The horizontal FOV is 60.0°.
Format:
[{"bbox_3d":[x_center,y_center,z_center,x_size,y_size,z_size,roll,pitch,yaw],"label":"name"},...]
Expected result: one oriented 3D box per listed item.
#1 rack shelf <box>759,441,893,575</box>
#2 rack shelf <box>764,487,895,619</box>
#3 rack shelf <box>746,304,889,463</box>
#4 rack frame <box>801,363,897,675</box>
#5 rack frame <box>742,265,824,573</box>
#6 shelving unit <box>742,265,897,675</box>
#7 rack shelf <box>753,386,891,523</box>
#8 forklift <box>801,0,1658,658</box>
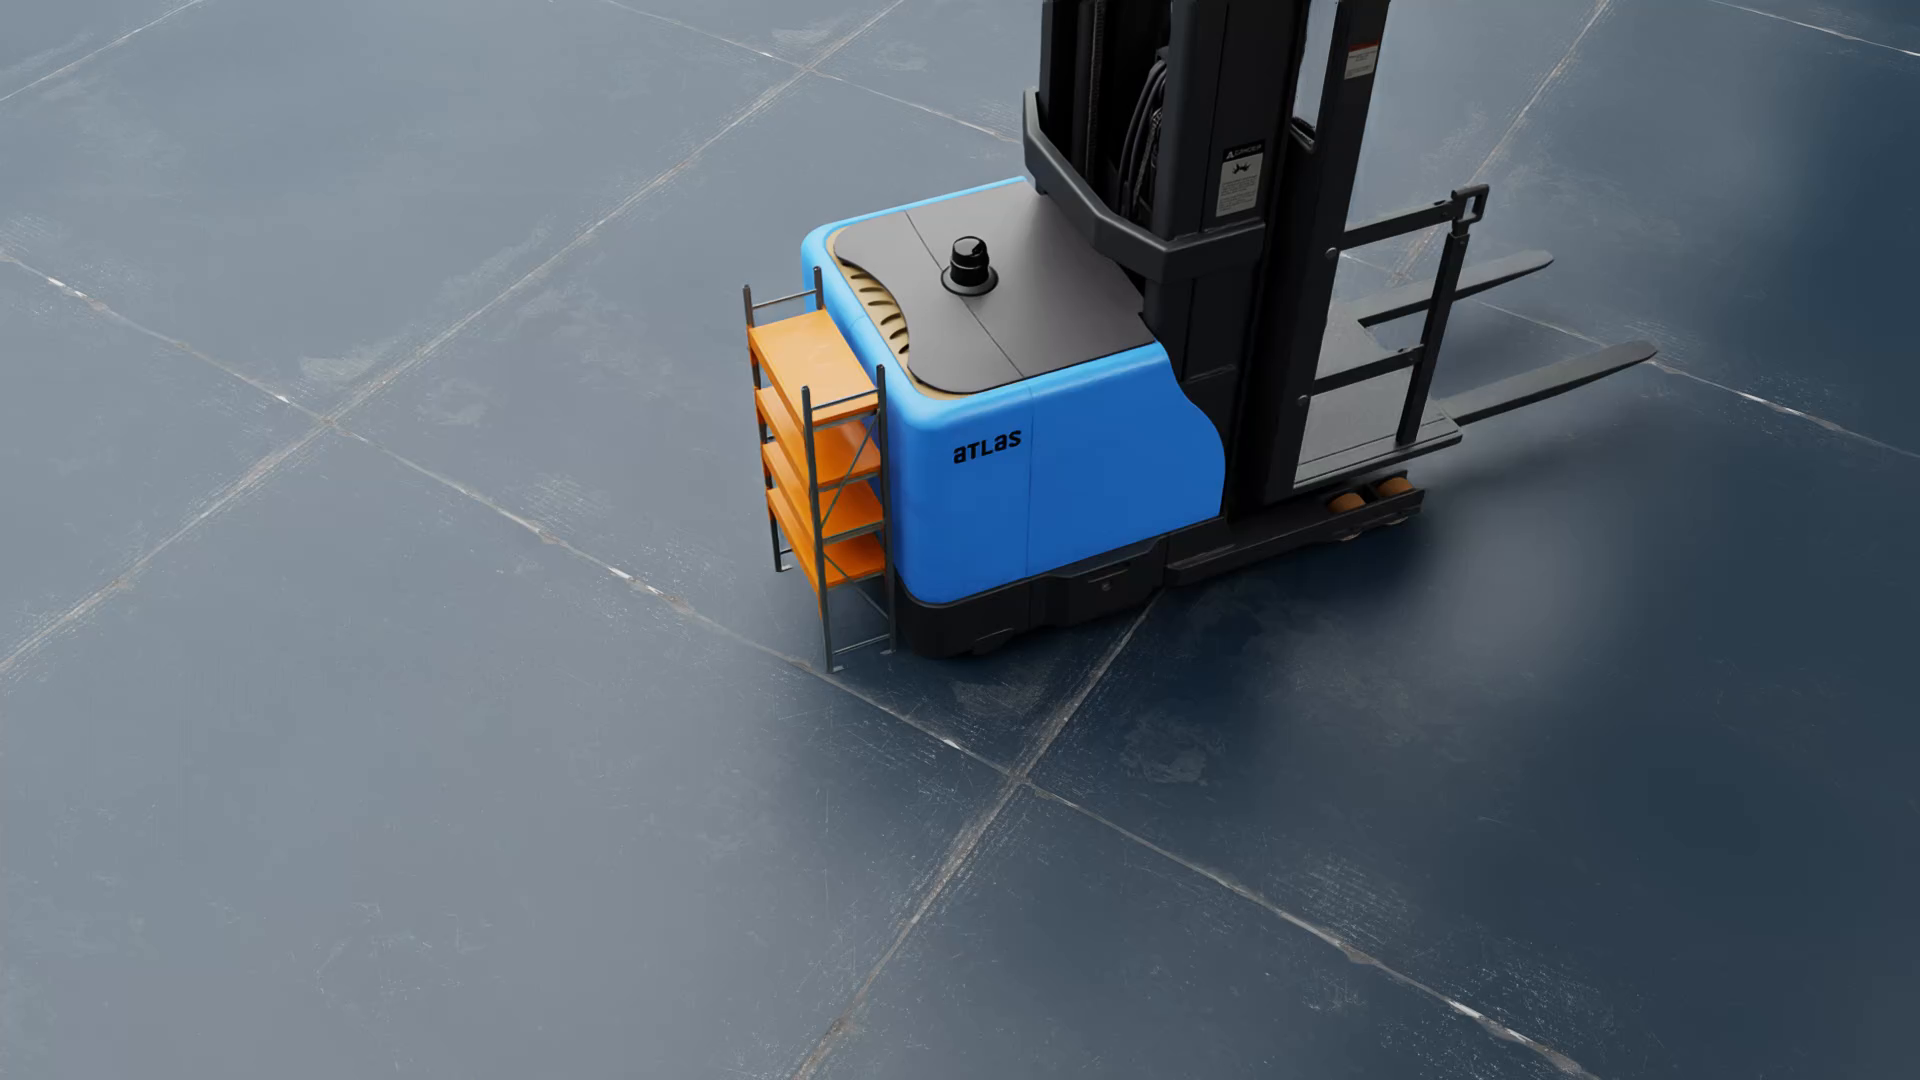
[{"bbox_3d":[-0.416,-0.138,5.141,0.258,0.148,0.480,-18,48,-17],"label":"rack shelf"},{"bbox_3d":[-0.416,0.000,5.284,0.258,0.148,0.480,-18,48,-17],"label":"rack shelf"},{"bbox_3d":[-0.416,-0.459,4.811,0.258,0.148,0.480,-18,48,-17],"label":"rack shelf"},{"bbox_3d":[-0.317,-0.025,4.938,0.240,1.200,0.015,-18,48,-17],"label":"rack frame"},{"bbox_3d":[-0.516,-0.345,5.248,0.240,1.200,0.015,-18,48,-17],"label":"rack frame"},{"bbox_3d":[-0.416,-0.185,5.093,0.258,1.200,0.503,-18,48,-17],"label":"shelving unit"},{"bbox_3d":[-0.416,-0.294,4.981,0.258,0.148,0.480,-18,48,-17],"label":"rack shelf"},{"bbox_3d":[1.051,-1.351,5.019,3.031,2.935,1.130,-17,48,-16],"label":"forklift"}]
